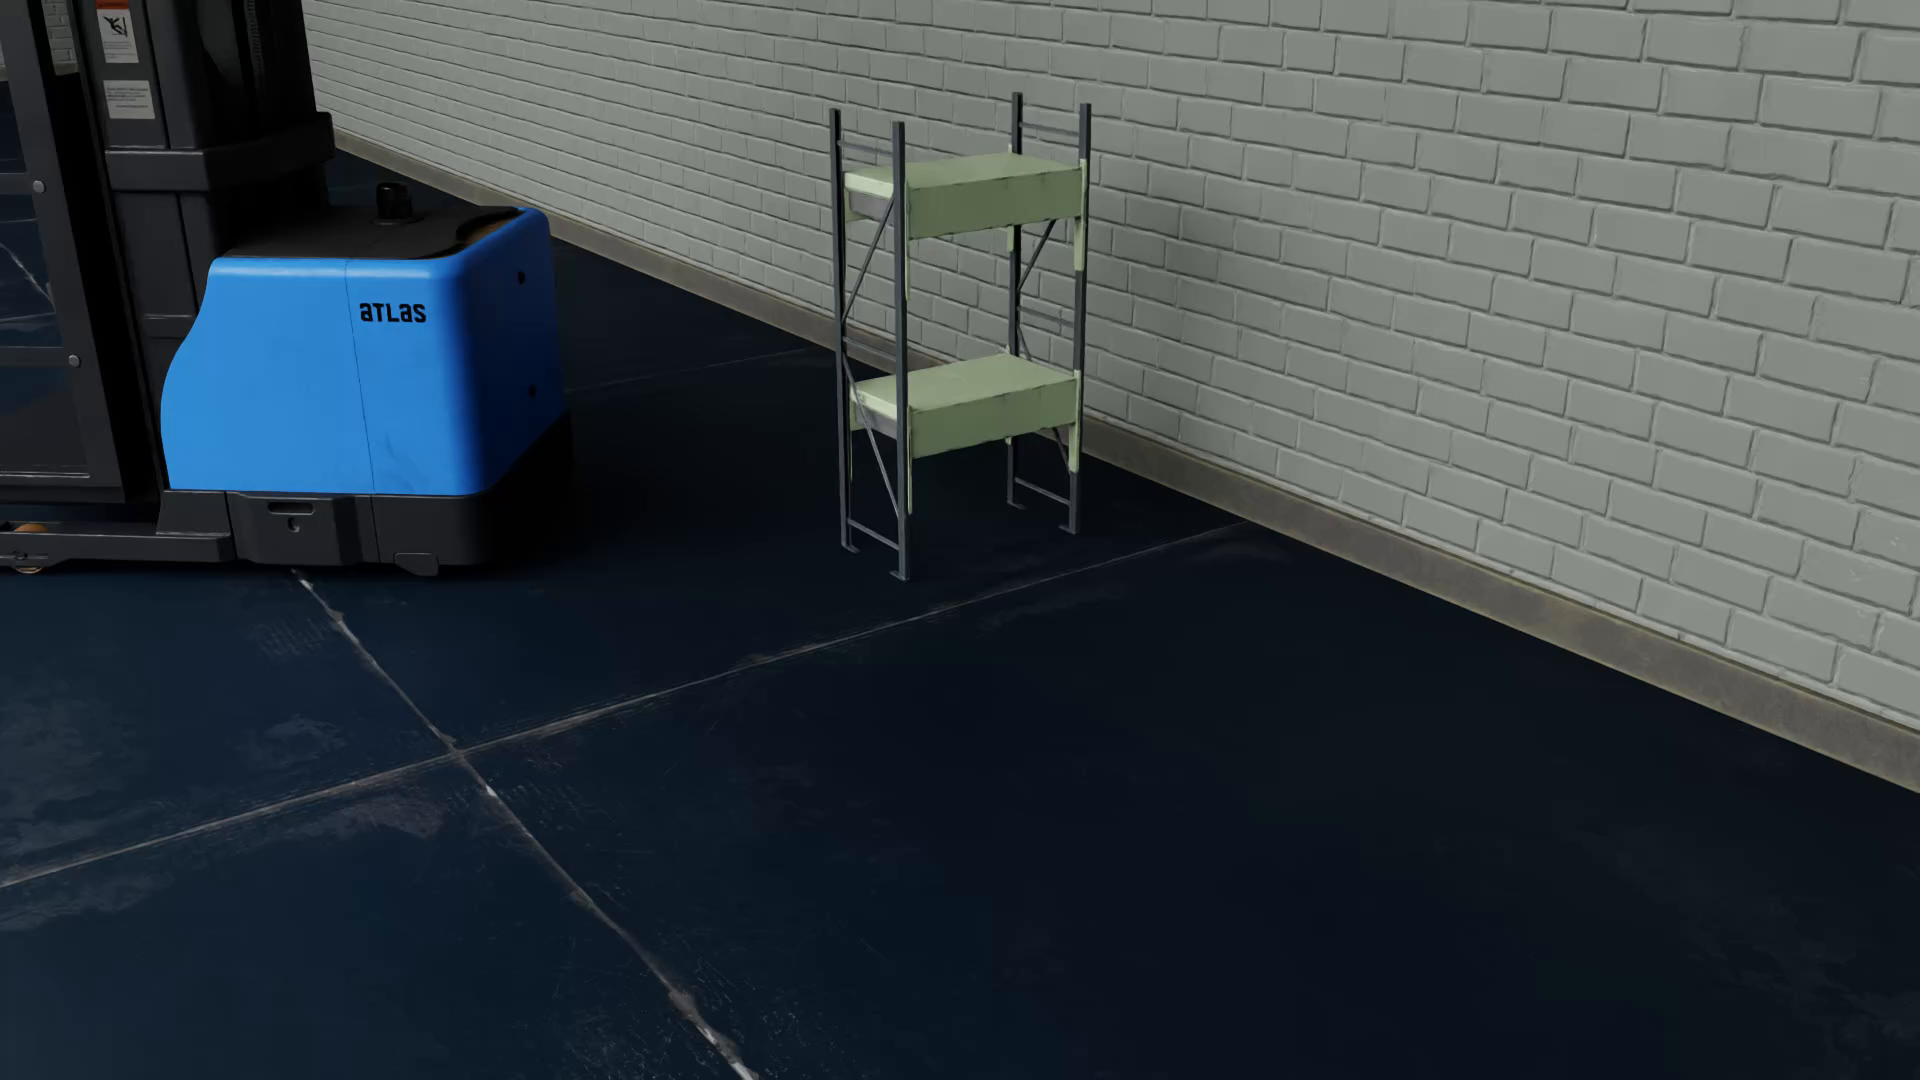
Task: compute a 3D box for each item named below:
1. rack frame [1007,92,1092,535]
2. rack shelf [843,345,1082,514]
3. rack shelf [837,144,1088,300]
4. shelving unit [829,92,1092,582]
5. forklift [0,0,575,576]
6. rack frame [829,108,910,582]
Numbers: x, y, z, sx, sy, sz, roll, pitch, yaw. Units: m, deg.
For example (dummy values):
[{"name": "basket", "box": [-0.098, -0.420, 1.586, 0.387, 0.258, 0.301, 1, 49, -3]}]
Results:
[{"name": "rack frame", "box": [0.303, -0.777, 5.821, 0.023, 1.500, 0.400, -15, 26, -33]}, {"name": "rack shelf", "box": [0.005, -0.395, 5.743, 0.720, 0.370, 0.431, -15, 26, -33]}, {"name": "rack shelf", "box": [0.005, -1.061, 5.477, 0.720, 0.370, 0.431, -15, 26, -33]}, {"name": "shelving unit", "box": [0.005, -0.698, 5.622, 0.755, 1.500, 0.431, -15, 26, -33]}, {"name": "forklift", "box": [-3.015, -1.441, 5.552, 3.031, 2.935, 1.130, 2, 22, 4]}, {"name": "rack frame", "box": [-0.292, -0.619, 5.424, 0.023, 1.500, 0.400, -15, 26, -33]}]
